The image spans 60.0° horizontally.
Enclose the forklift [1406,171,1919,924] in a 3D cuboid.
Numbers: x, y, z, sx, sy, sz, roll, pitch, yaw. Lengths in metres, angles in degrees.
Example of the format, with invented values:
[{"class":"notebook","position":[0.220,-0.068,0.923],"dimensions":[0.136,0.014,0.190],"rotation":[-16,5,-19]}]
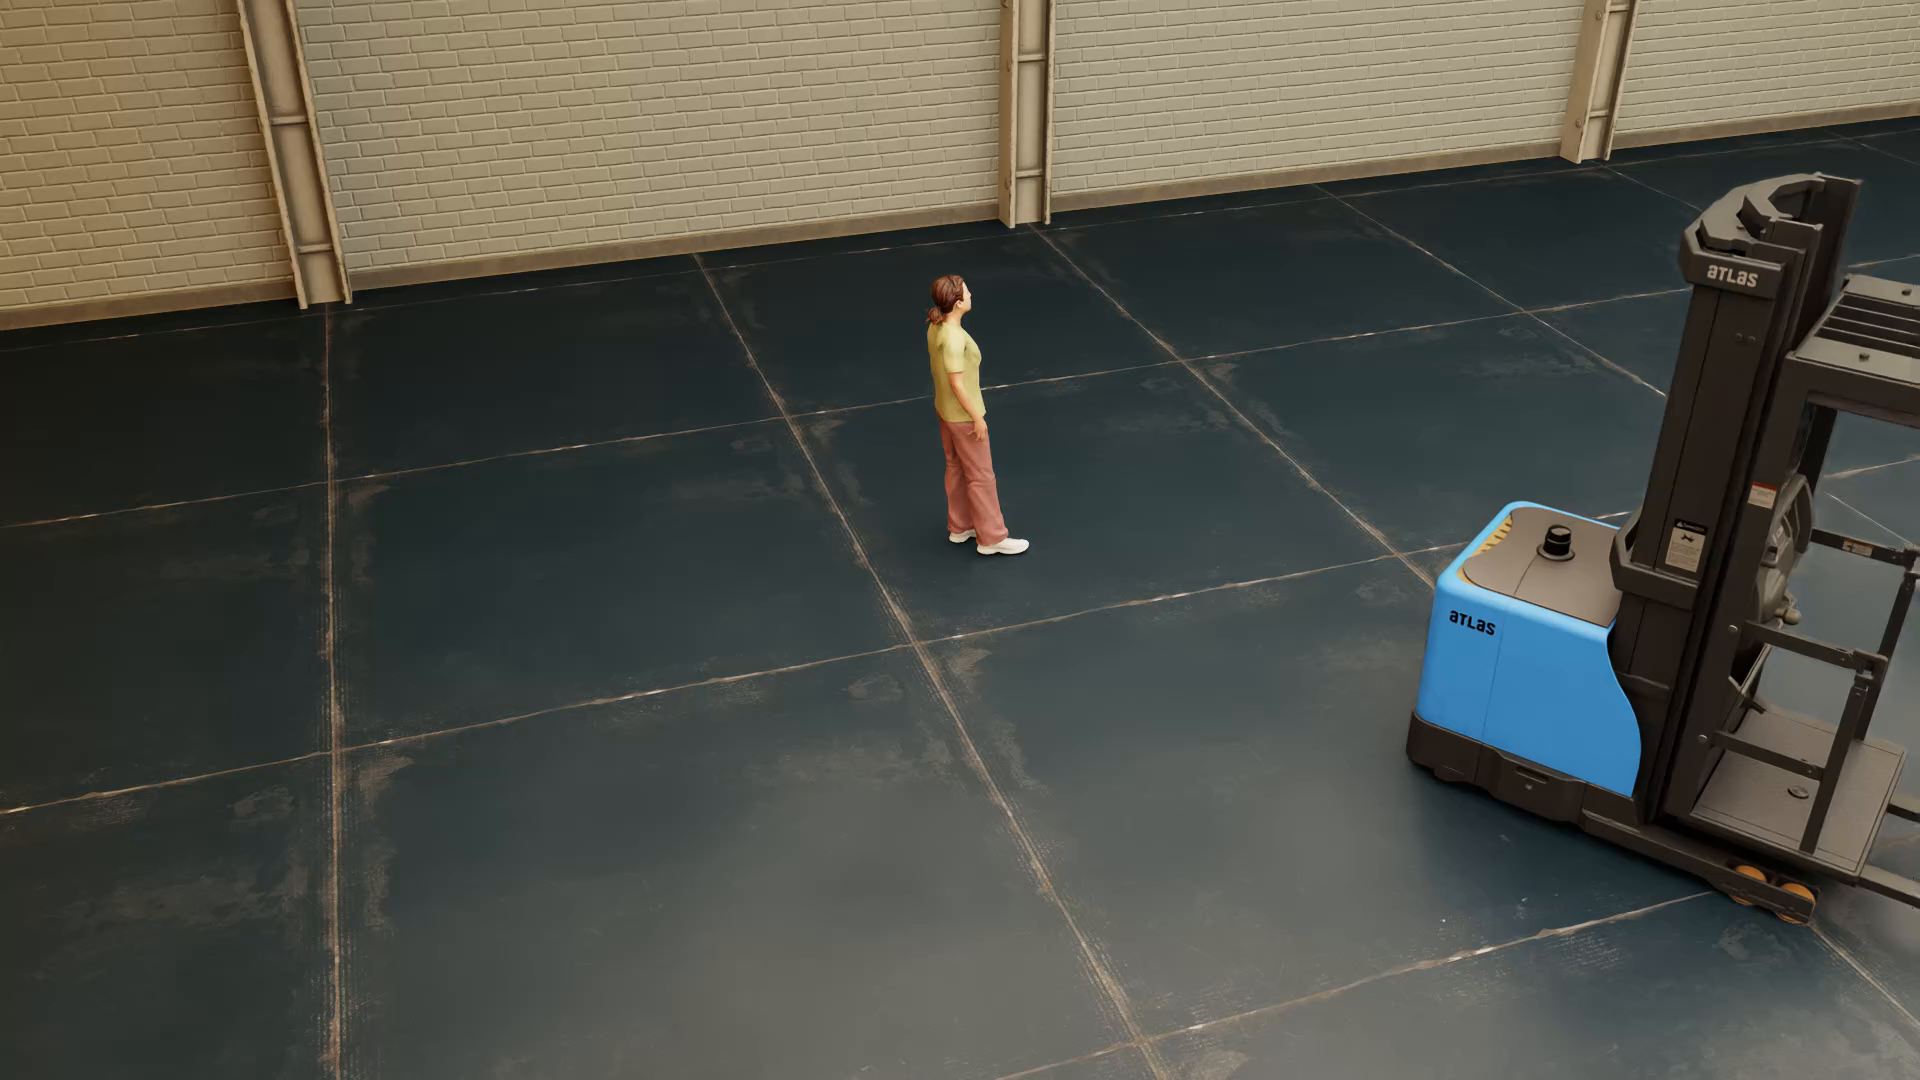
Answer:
[{"class":"forklift","position":[3.657,0.076,6.954],"dimensions":[3.031,2.935,1.130],"rotation":[20,36,31]}]

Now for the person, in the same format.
[{"class":"person","position":[0.073,-0.739,9.615],"dimensions":[0.549,1.675,0.553],"rotation":[-10,31,-16]}]
